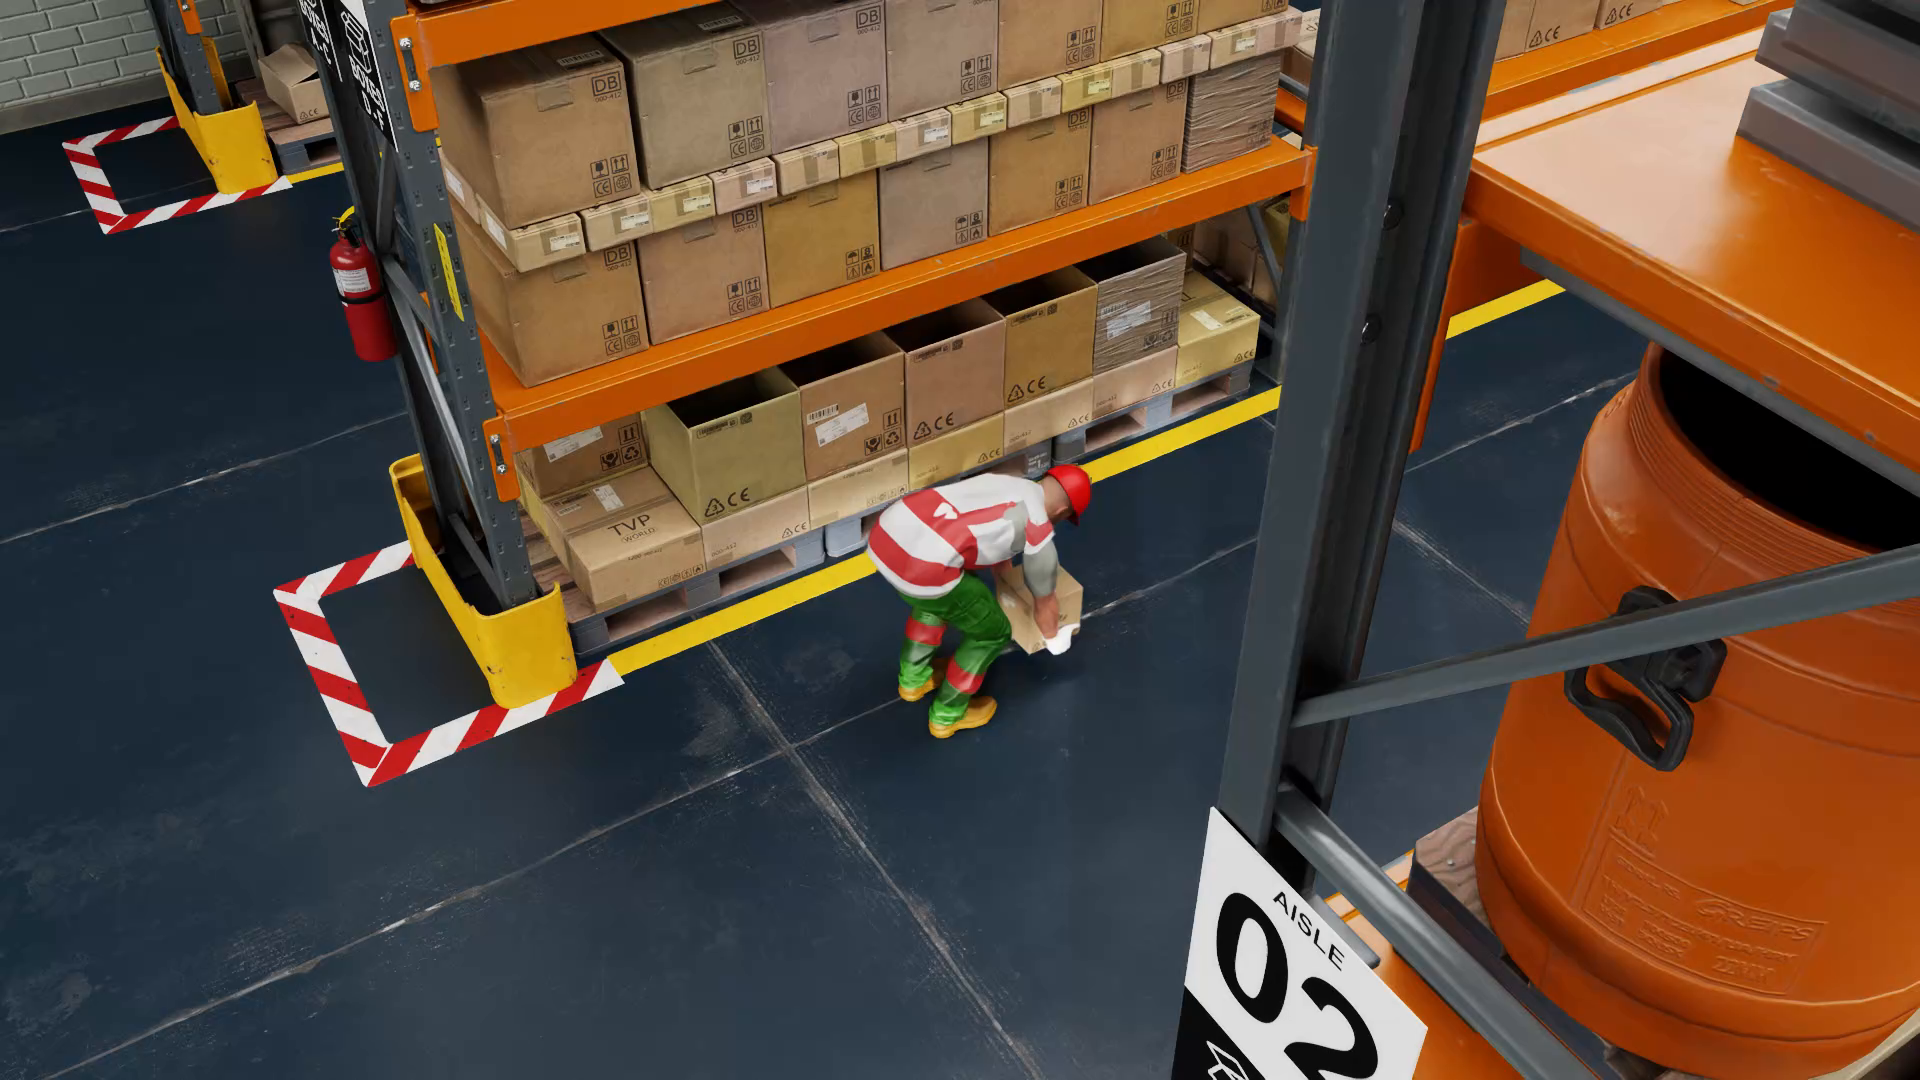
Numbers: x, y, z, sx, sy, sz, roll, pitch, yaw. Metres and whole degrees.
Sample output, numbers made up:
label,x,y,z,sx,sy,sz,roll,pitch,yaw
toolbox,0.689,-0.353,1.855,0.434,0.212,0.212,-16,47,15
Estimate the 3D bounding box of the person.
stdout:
label,x,y,z,sx,sy,sz,roll,pitch,yaw
person,0.106,0.178,6.487,0.962,1.060,0.517,-25,46,-26
